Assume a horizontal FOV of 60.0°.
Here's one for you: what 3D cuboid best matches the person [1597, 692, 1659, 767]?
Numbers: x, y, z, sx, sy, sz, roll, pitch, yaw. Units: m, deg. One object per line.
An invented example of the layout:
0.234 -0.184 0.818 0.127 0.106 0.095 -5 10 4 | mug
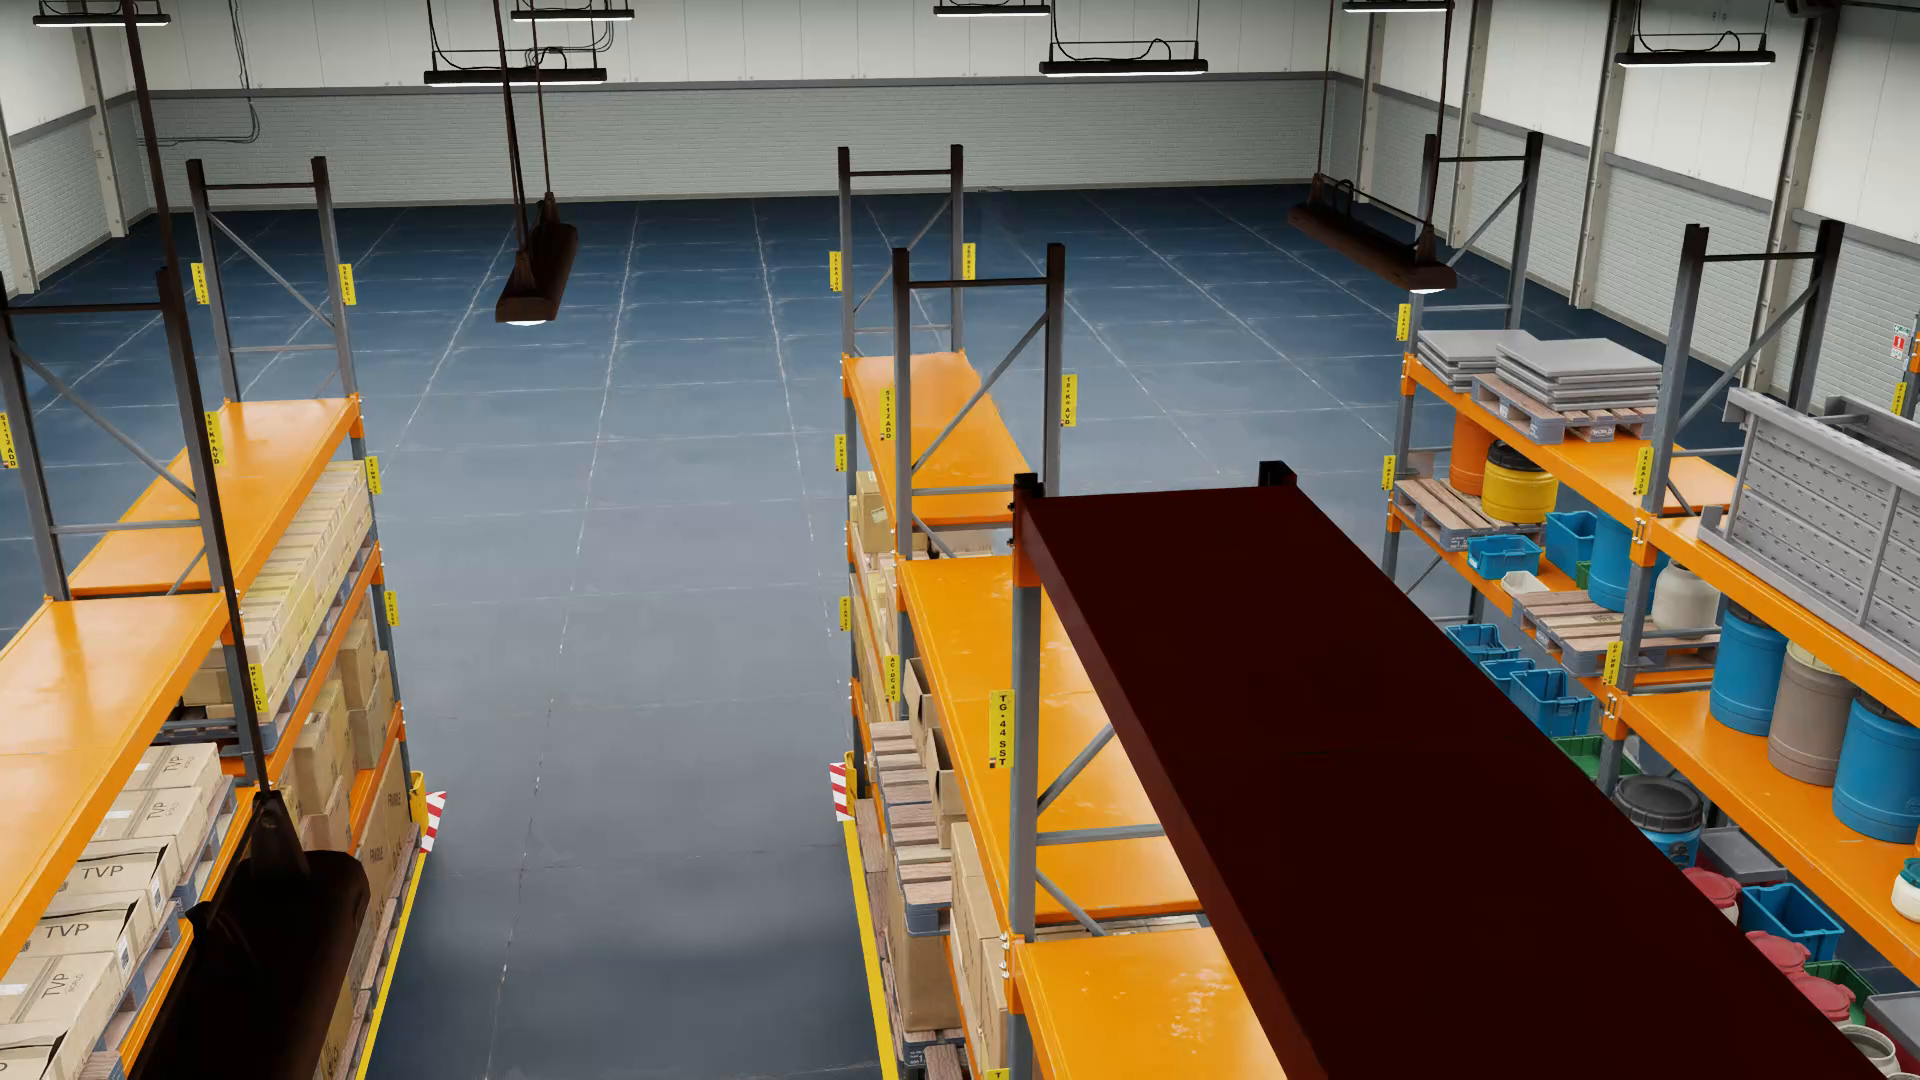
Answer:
6.199 1.595 15.467 0.649 1.617 0.549 -2 22 -6 | person
